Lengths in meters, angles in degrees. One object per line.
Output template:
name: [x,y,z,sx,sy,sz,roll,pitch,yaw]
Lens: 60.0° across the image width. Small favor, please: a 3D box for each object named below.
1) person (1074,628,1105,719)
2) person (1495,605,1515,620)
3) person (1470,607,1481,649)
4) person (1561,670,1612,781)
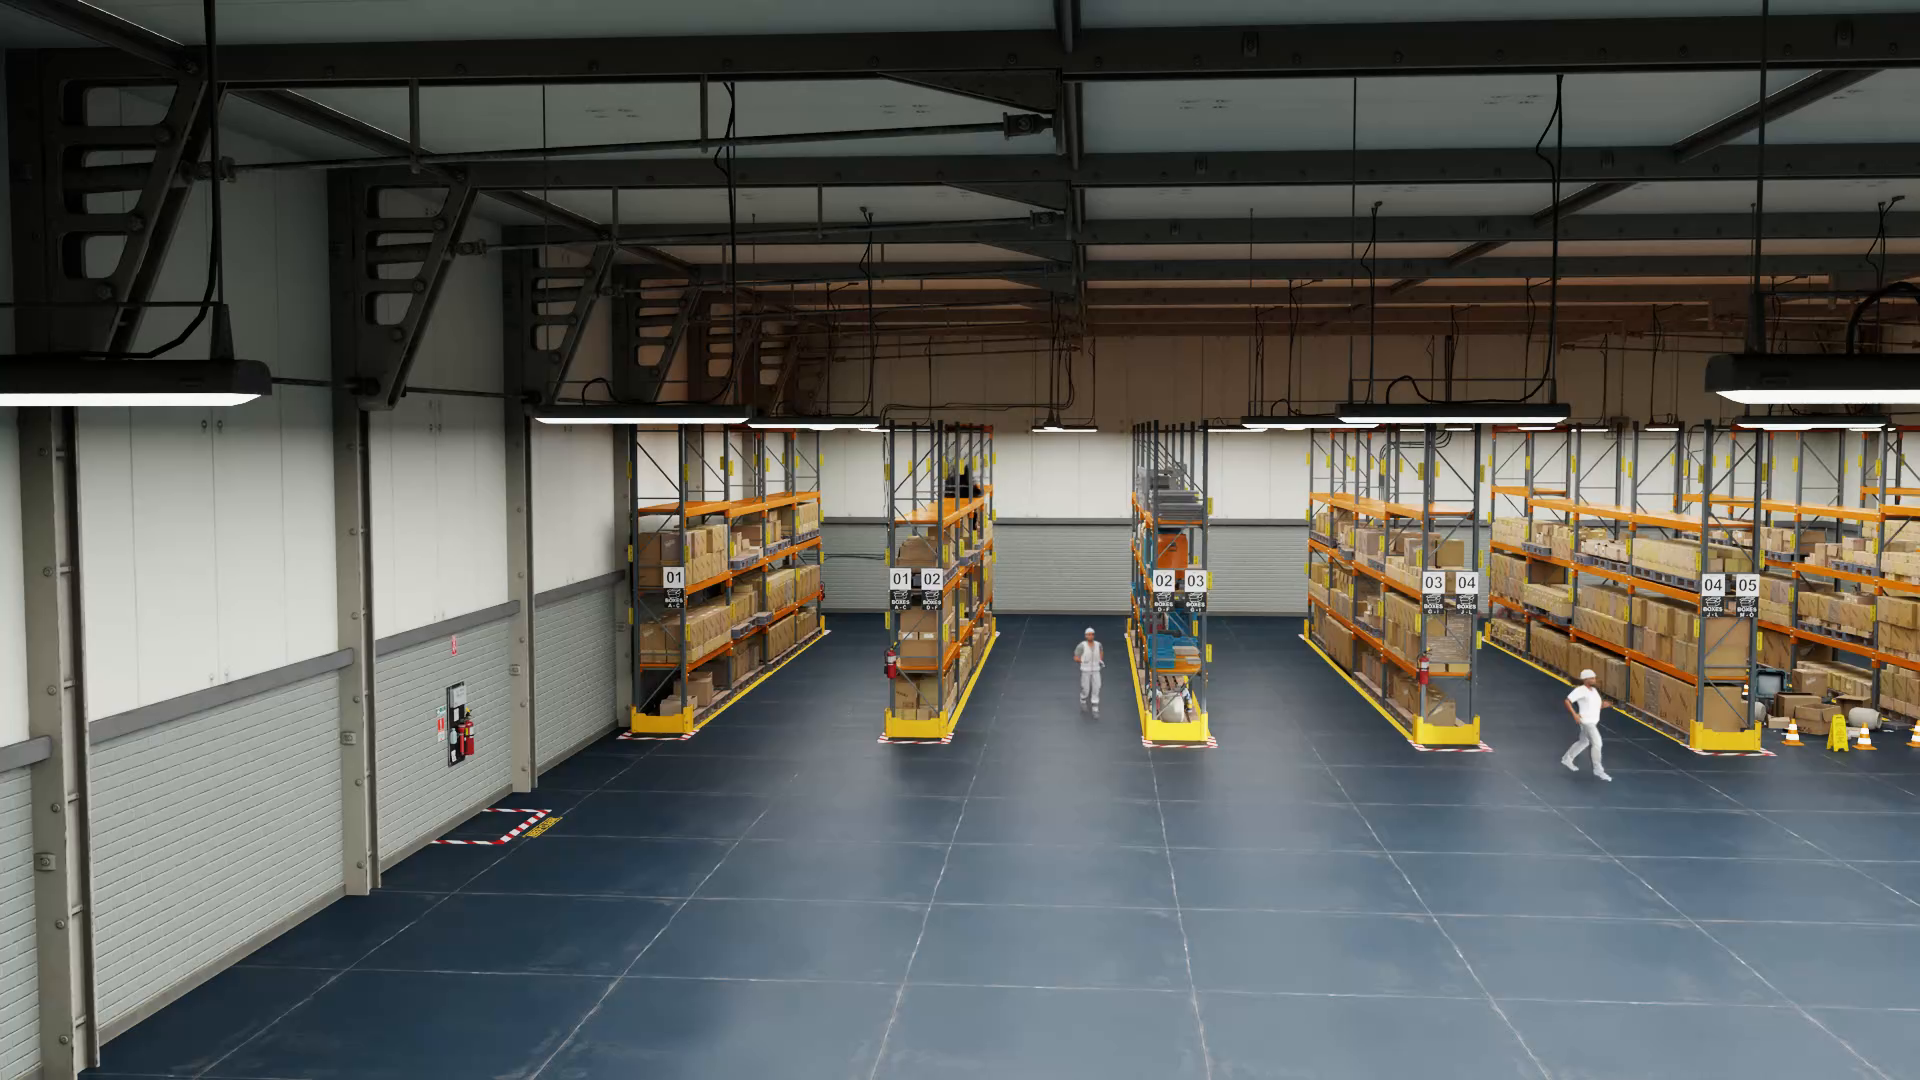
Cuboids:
person: [2.637,2.673,33.711,0.656,1.786,0.987,-1,4,-10]
person: [15.672,1.897,47.560,0.693,1.676,0.639,3,5,40]
person: [13.177,2.258,43.045,0.599,1.519,0.604,1,4,12]
person: [10.488,3.062,27.787,0.893,1.801,0.686,3,5,38]
